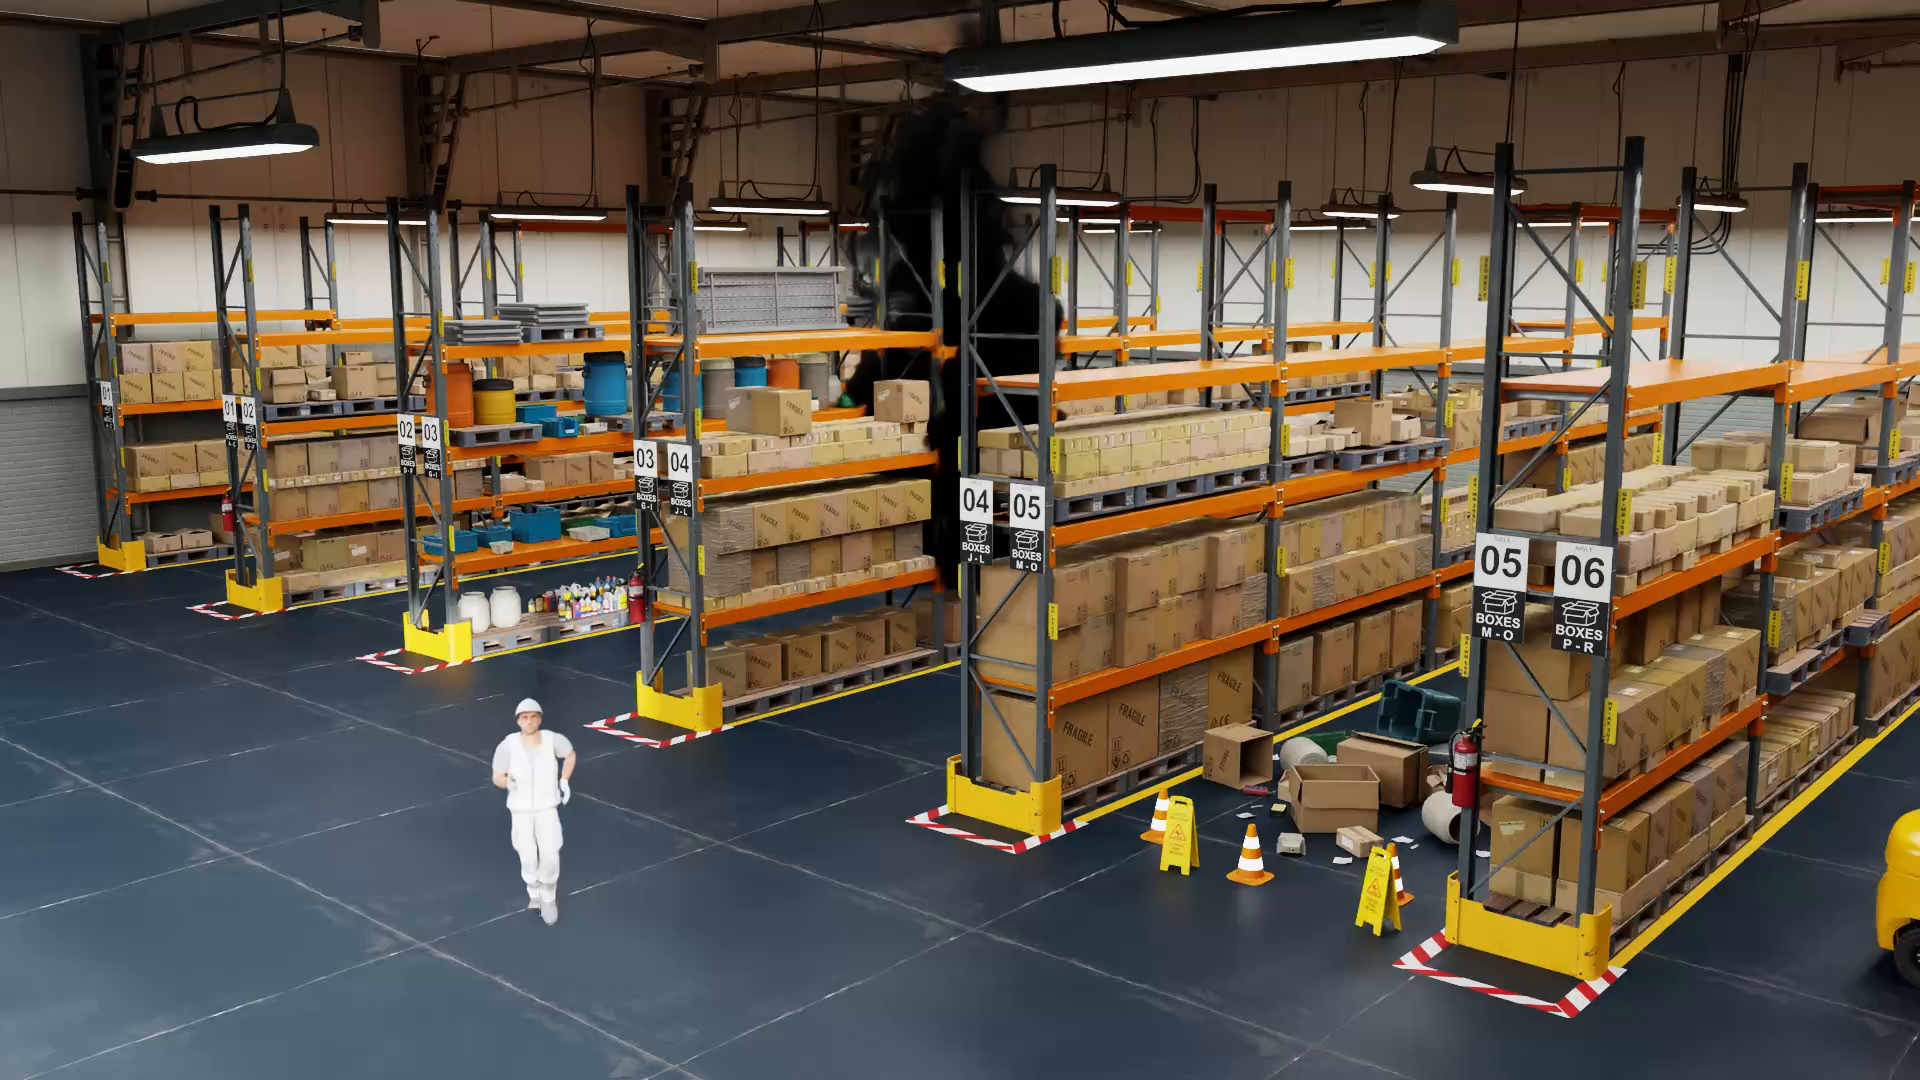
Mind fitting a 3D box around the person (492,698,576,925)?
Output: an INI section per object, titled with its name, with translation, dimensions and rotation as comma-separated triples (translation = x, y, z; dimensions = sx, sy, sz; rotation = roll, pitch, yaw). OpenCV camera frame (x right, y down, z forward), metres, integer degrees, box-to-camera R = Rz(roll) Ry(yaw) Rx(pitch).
[person]
translation = -3.338, 2.142, 13.070
dimensions = 0.635, 1.809, 0.681
rotation = -2, 10, -11
